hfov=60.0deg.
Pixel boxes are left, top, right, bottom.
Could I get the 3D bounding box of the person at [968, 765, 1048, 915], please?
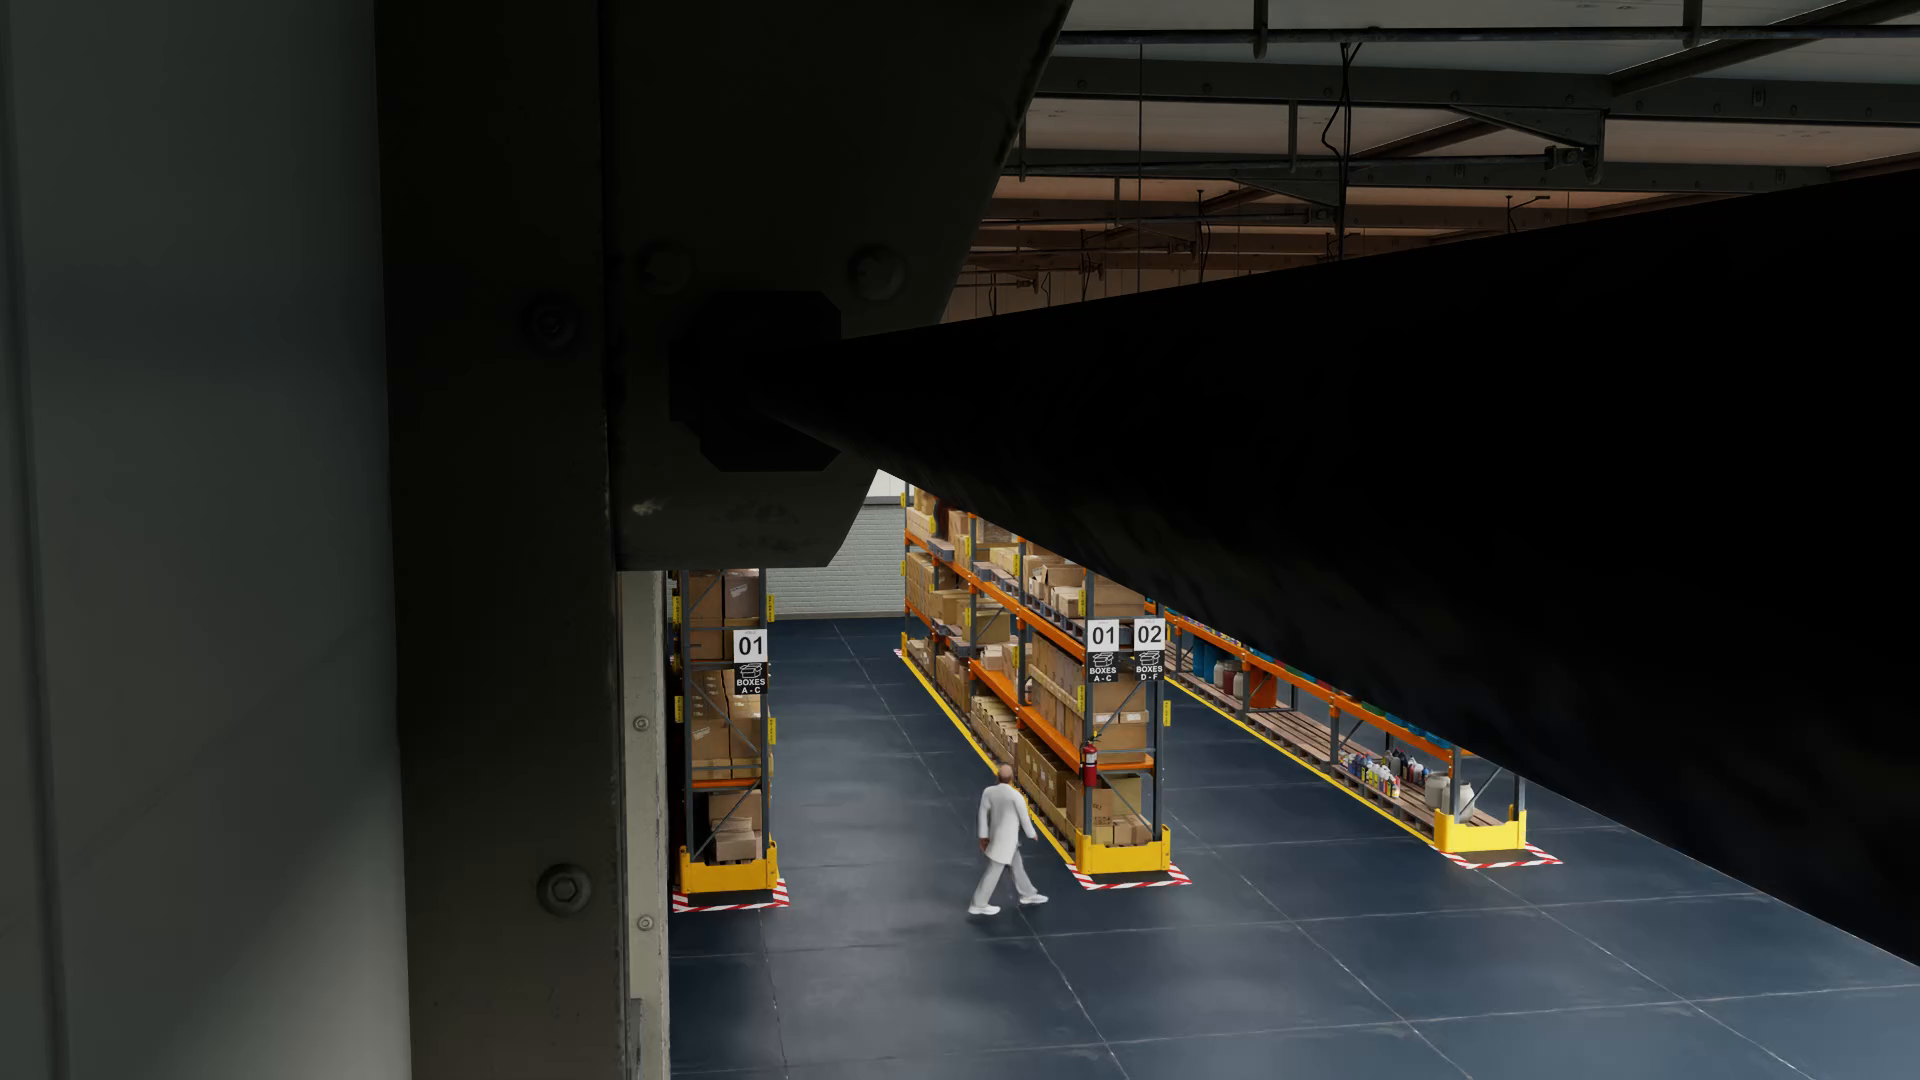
[{"bbox_3d":[0.594,3.440,19.217,1.063,1.732,0.544,-2,6,-19],"label":"person"}]
